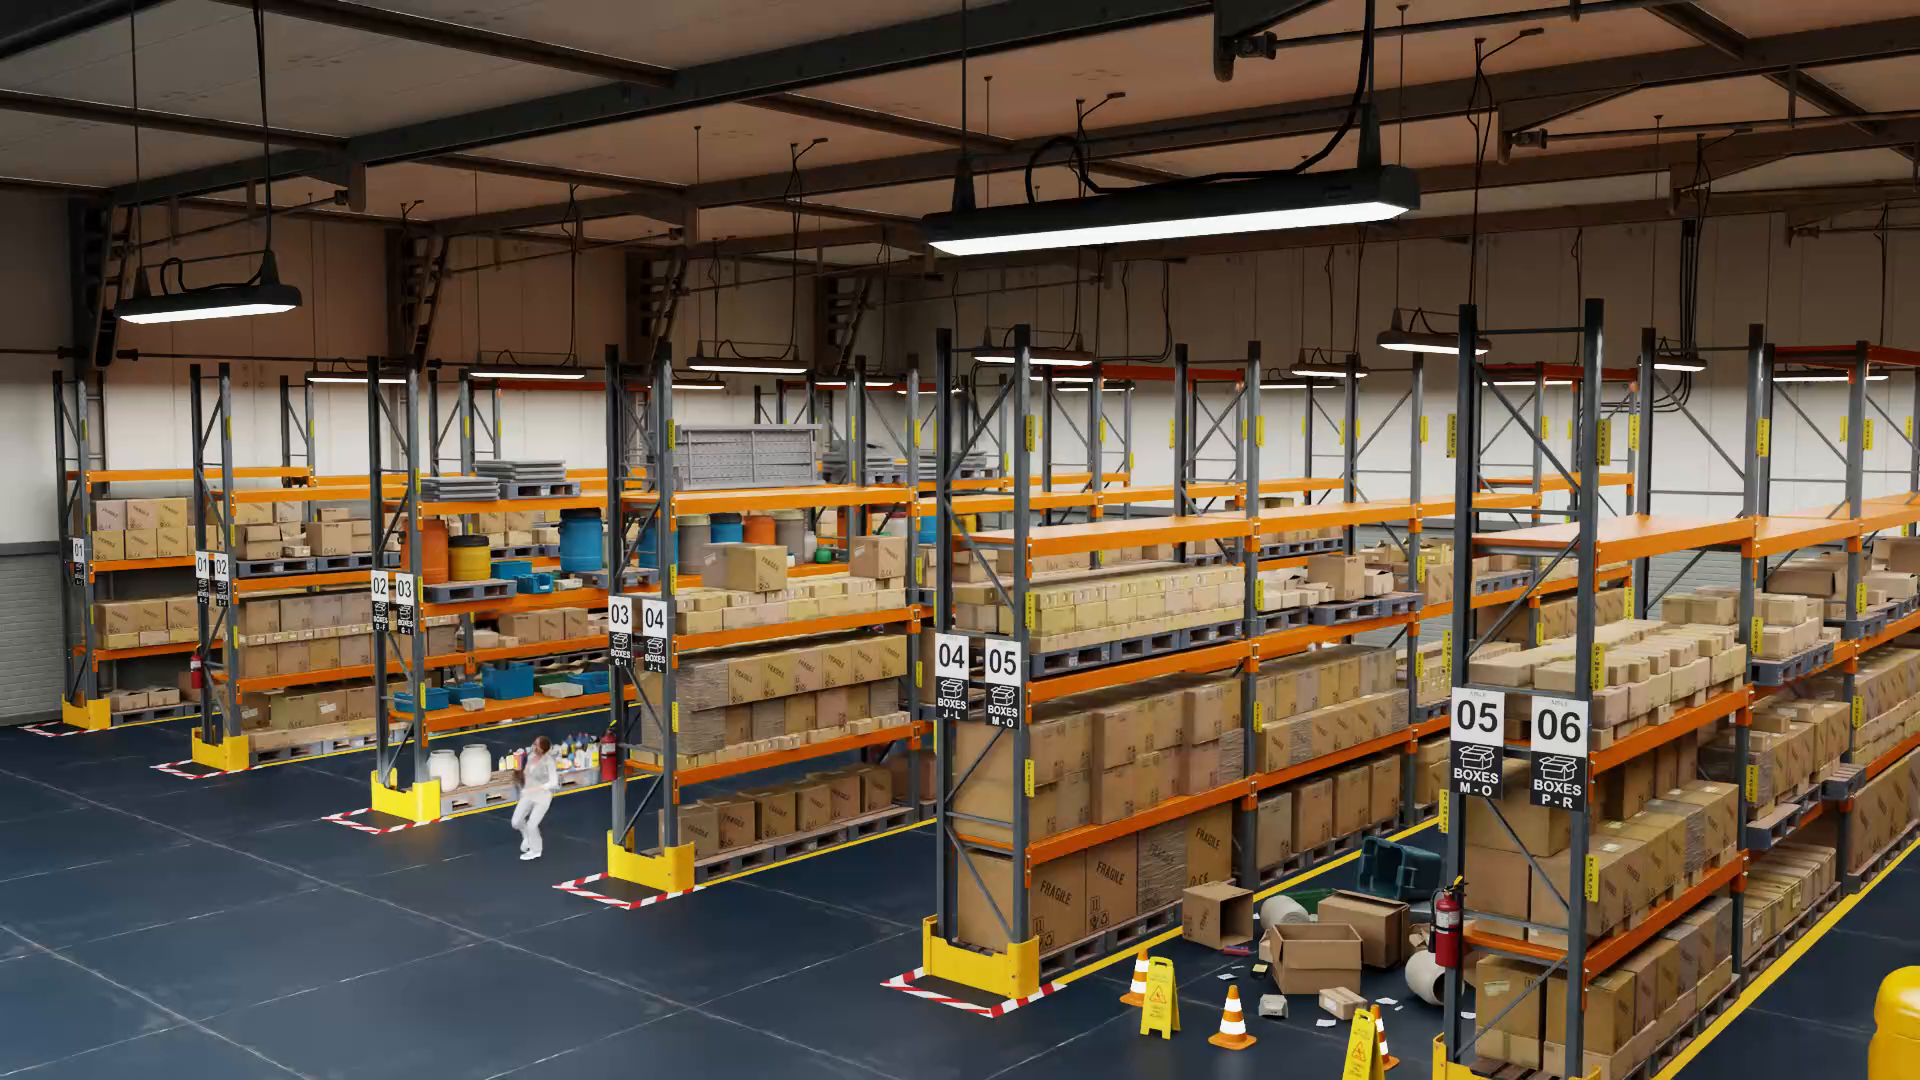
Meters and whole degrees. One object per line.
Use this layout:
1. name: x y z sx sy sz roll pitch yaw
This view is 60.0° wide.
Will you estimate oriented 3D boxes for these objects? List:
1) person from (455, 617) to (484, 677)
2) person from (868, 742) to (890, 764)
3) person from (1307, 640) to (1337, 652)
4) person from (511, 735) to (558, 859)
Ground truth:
1. person: -8.838 2.176 29.719 0.650 1.720 0.746 4 6 44
2. person: -1.251 2.658 23.966 0.572 1.600 0.695 3 5 37
3. person: 6.140 2.330 27.778 0.711 1.724 0.867 3 5 38
4. person: -4.933 3.006 19.352 0.583 1.510 0.532 2 5 25
